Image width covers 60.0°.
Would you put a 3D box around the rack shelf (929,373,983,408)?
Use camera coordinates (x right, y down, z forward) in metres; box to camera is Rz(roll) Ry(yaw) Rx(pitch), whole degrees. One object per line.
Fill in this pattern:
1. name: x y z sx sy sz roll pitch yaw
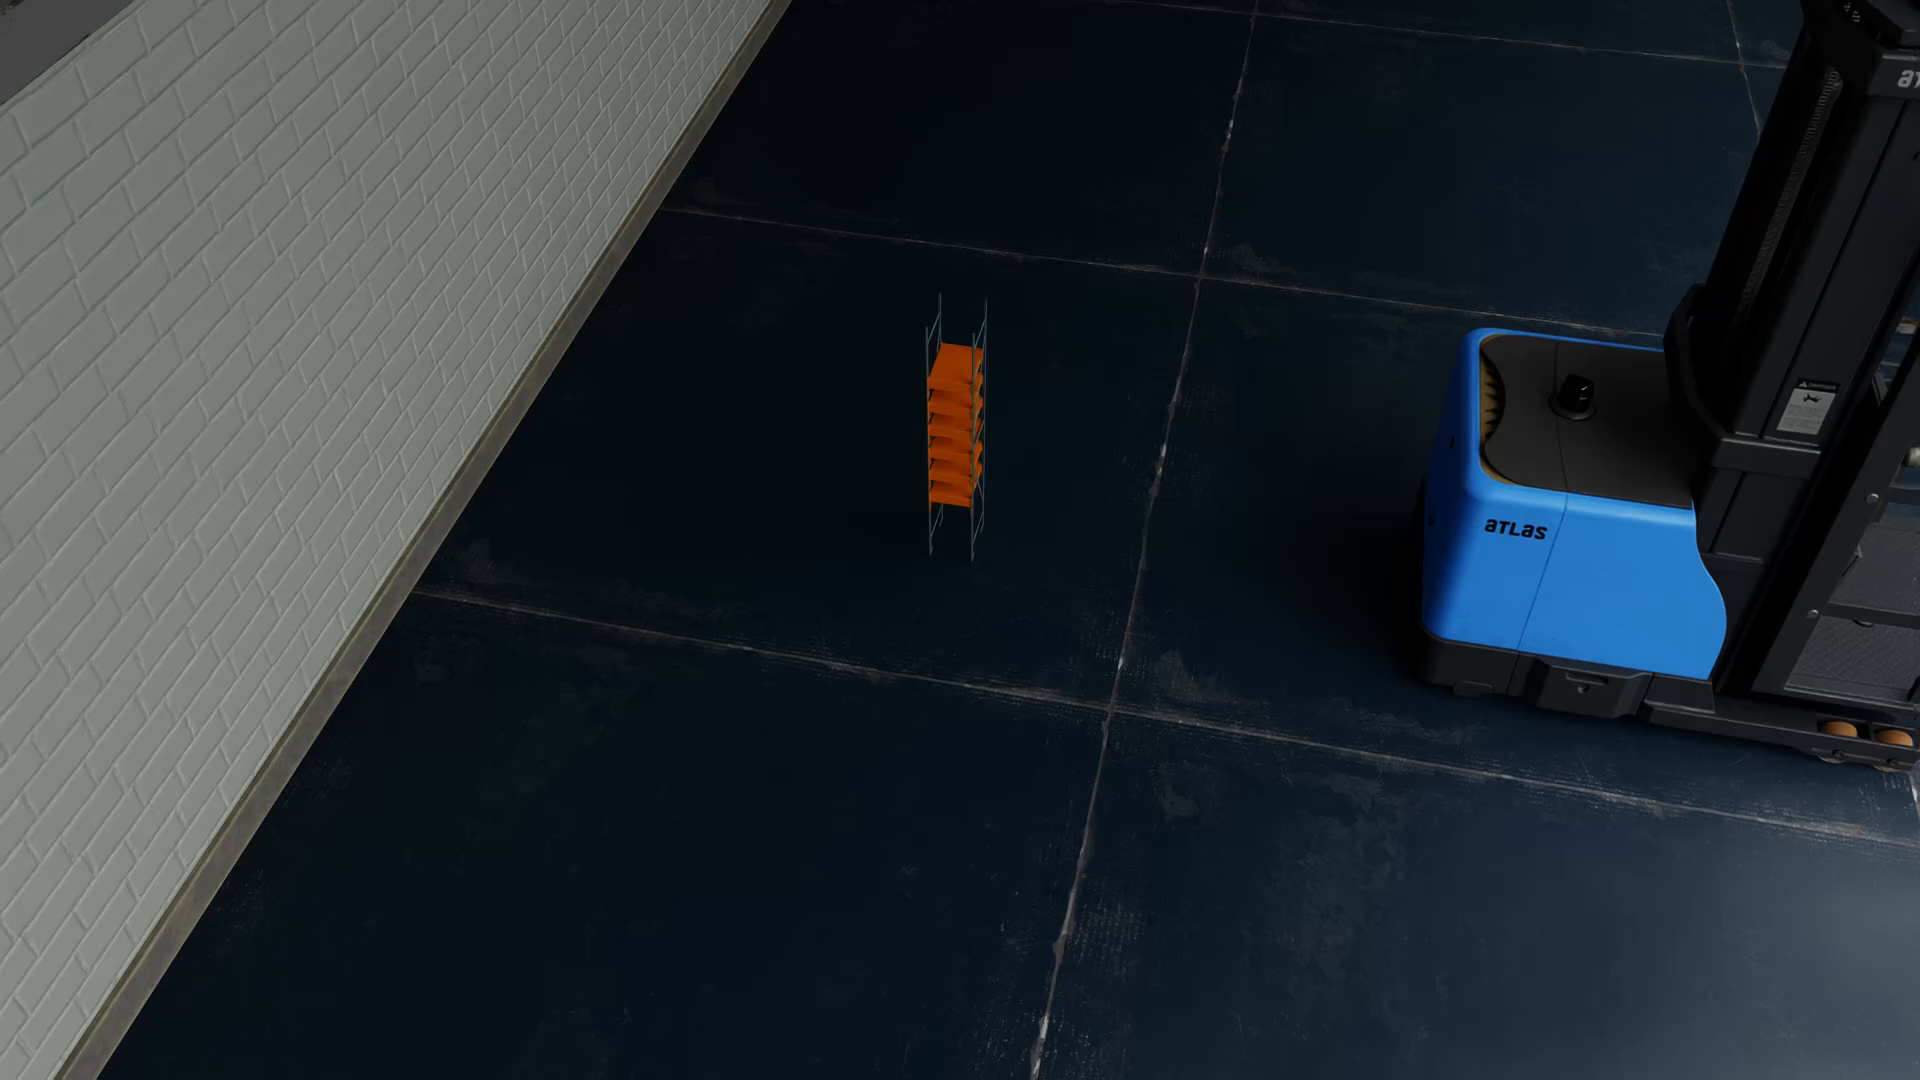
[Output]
1. rack shelf: -0.014 -0.595 6.642 0.171 0.034 0.221 9 45 9

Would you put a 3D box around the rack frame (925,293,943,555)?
1. rack frame: -0.103 -0.448 6.811 0.006 1.200 0.240 9 45 9

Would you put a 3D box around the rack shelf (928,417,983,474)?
1. rack shelf: -0.014 -0.402 6.827 0.180 0.103 0.258 9 45 9

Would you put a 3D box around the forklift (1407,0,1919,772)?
1. forklift: 3.346 -0.537 5.751 3.031 2.797 1.129 9 45 9

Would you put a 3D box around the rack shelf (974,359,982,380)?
1. rack shelf: -0.014 -0.676 6.564 0.166 0.020 0.199 9 45 9

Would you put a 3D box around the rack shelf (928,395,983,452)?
1. rack shelf: -0.014 -0.489 6.744 0.180 0.103 0.258 9 45 9

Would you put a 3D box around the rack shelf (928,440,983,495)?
1. rack shelf: -0.014 -0.316 6.910 0.180 0.103 0.258 9 45 9

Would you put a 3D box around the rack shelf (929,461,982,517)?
1. rack shelf: -0.014 -0.230 6.993 0.180 0.103 0.258 9 45 9

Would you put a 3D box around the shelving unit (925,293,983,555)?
1. shelving unit: -0.016 -0.435 6.797 0.184 1.200 0.258 9 45 9
